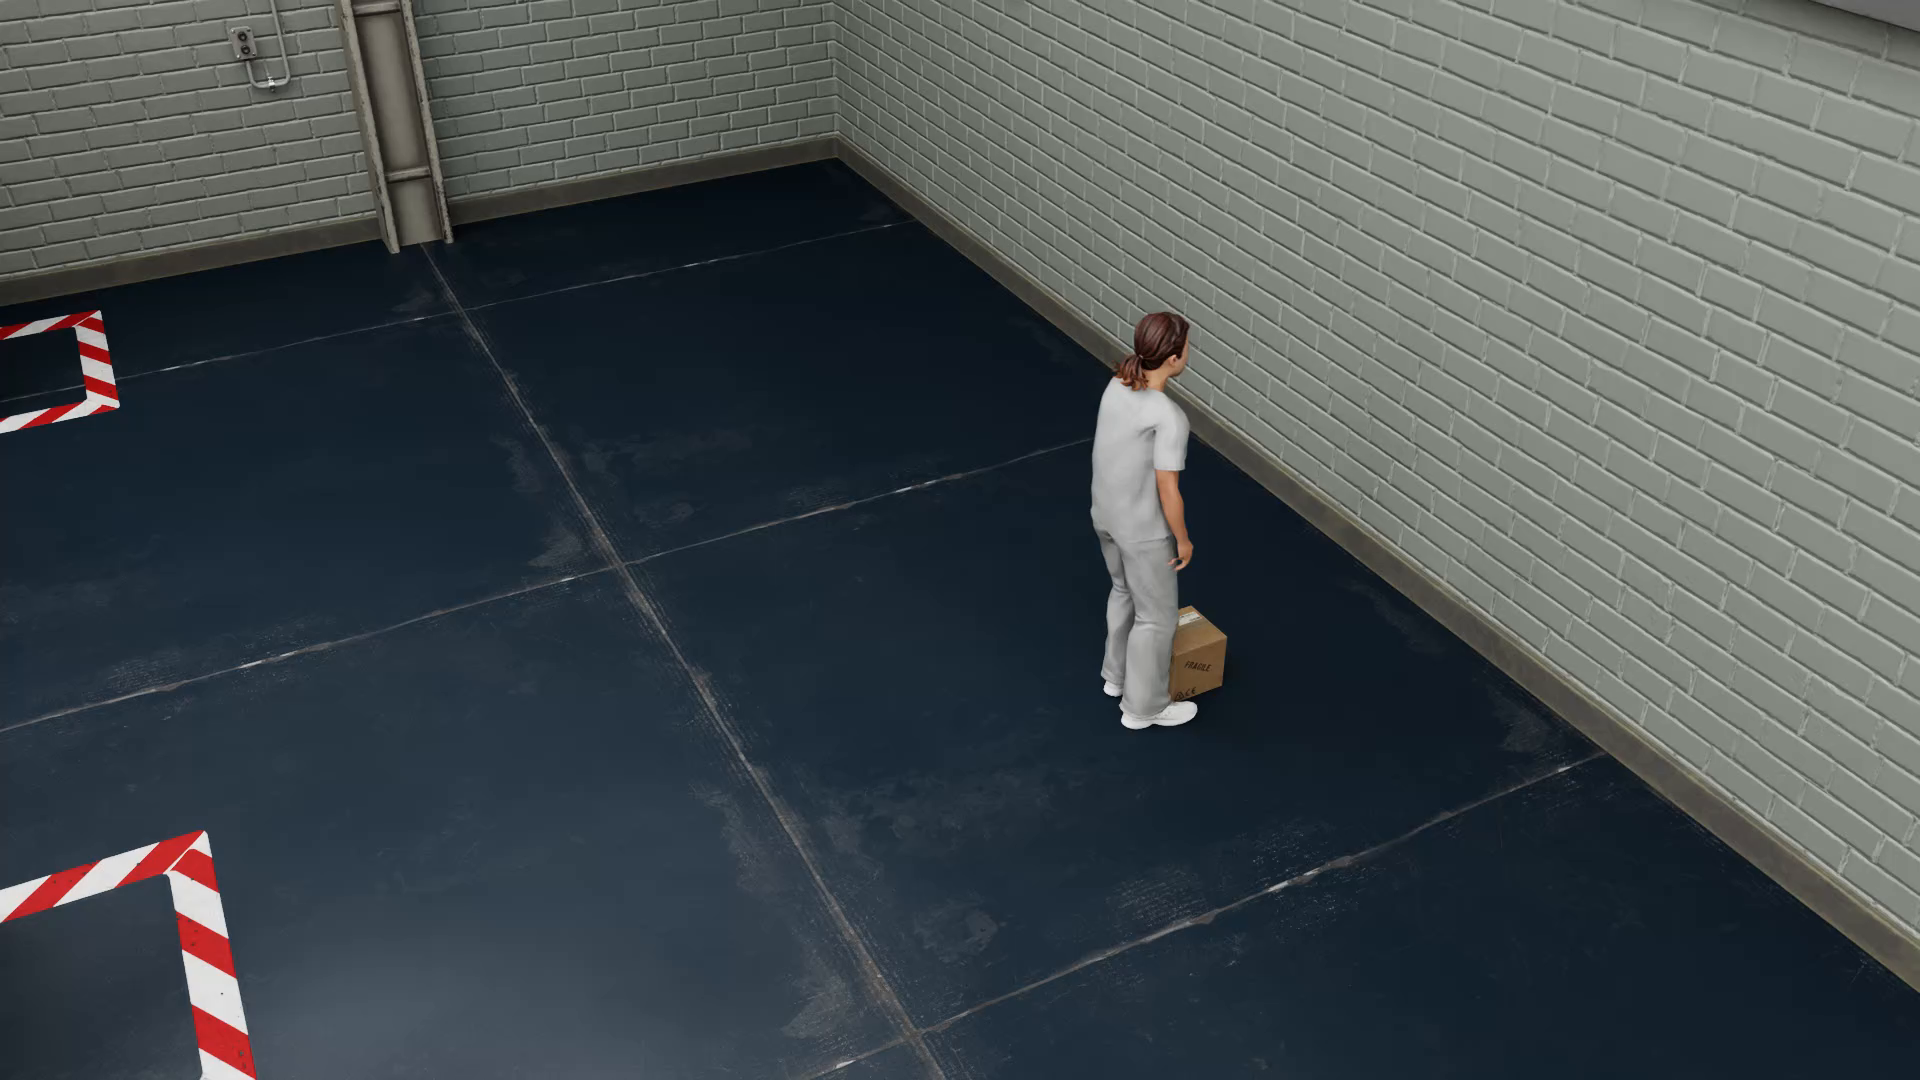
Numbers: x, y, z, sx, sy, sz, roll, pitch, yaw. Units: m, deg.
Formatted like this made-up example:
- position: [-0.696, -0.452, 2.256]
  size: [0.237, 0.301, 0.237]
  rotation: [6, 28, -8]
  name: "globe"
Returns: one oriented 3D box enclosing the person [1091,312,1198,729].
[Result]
- position: [0.705, -0.075, 6.256]
  size: [0.407, 1.673, 0.508]
  rotation: [-17, 37, -25]
  name: "person"
